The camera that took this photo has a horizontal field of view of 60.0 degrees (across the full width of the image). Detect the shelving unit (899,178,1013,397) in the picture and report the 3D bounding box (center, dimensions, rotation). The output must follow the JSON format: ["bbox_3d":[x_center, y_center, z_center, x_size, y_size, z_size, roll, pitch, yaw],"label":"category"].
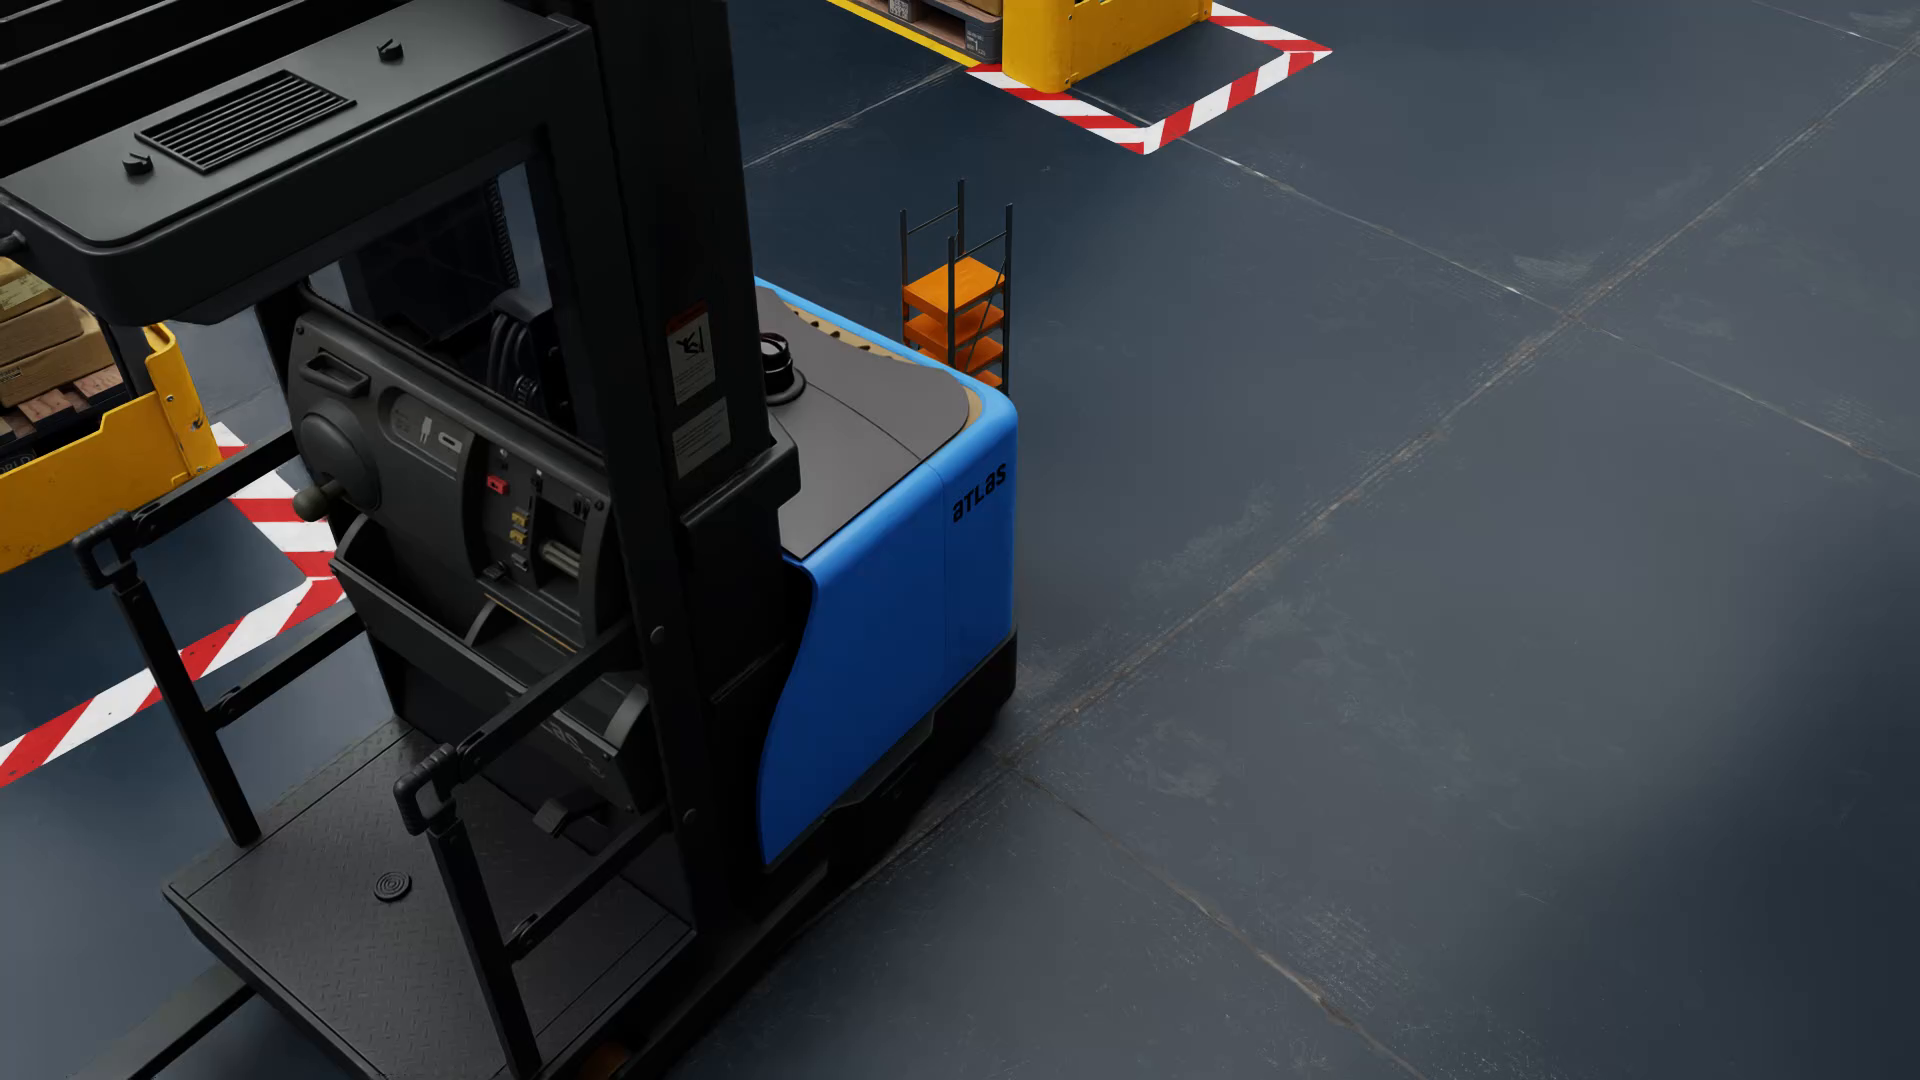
[{"bbox_3d":[-0.010,-0.448,4.850,0.258,1.200,0.189,-34,53,-31],"label":"shelving unit"}]

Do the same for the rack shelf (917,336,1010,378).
[{"bbox_3d":[-0.010,-0.503,4.799,0.258,0.103,0.180,-34,53,-31],"label":"rack shelf"}]

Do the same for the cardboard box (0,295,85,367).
[{"bbox_3d":[-3.089,-0.704,5.374,0.380,0.149,0.250,-32,51,-30],"label":"cardboard box"}]

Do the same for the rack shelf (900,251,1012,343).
[{"bbox_3d":[-0.010,-0.679,4.636,0.258,0.103,0.180,-34,53,-31],"label":"rack shelf"}]

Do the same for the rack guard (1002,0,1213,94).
[{"bbox_3d":[0.699,-2.512,7.600,1.175,0.500,0.348,-34,53,-31],"label":"rack guard"}]

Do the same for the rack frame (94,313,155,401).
[{"bbox_3d":[-2.901,-1.113,4.244,1.000,3.000,0.127,-34,53,-31],"label":"rack frame"}]

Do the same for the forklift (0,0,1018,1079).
[{"bbox_3d":[-1.142,-0.041,3.135,1.130,2.935,3.031,28,49,27],"label":"forklift"}]

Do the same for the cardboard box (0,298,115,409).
[{"bbox_3d":[-3.044,-0.626,5.508,0.380,0.149,0.250,-33,52,-31],"label":"cardboard box"}]

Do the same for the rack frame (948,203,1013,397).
[{"bbox_3d":[0.054,-0.404,4.803,0.240,1.200,0.006,-34,53,-31],"label":"rack frame"}]

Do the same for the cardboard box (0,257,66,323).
[{"bbox_3d":[-3.030,-0.853,5.316,0.250,0.149,0.380,32,51,30],"label":"cardboard box"}]

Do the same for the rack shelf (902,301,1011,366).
[{"bbox_3d":[-0.010,-0.591,4.718,0.258,0.103,0.180,-34,53,-31],"label":"rack shelf"}]

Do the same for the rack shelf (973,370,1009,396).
[{"bbox_3d":[-0.010,-0.415,4.880,0.258,0.103,0.180,-34,53,-31],"label":"rack shelf"}]

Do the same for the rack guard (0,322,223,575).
[{"bbox_3d":[-2.954,-0.232,5.132,1.175,0.500,0.348,-34,53,-31],"label":"rack guard"}]

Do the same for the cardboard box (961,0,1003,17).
[{"bbox_3d":[0.174,-3.085,7.634,0.875,0.875,0.875,-34,53,-31],"label":"cardboard box"}]

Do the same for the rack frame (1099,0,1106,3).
[{"bbox_3d":[0.682,-3.442,6.764,1.000,3.000,0.127,-34,53,-31],"label":"rack frame"}]

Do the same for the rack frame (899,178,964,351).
[{"bbox_3d":[-0.075,-0.492,4.898,0.240,1.200,0.006,-34,53,-31],"label":"rack frame"}]

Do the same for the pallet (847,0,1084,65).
[{"bbox_3d":[0.062,-2.764,8.086,1.003,0.211,1.213,-34,53,-31],"label":"pallet"}]

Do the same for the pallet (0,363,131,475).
[{"bbox_3d":[-3.503,-0.533,5.671,1.003,0.211,1.213,-34,53,-31],"label":"pallet"}]
